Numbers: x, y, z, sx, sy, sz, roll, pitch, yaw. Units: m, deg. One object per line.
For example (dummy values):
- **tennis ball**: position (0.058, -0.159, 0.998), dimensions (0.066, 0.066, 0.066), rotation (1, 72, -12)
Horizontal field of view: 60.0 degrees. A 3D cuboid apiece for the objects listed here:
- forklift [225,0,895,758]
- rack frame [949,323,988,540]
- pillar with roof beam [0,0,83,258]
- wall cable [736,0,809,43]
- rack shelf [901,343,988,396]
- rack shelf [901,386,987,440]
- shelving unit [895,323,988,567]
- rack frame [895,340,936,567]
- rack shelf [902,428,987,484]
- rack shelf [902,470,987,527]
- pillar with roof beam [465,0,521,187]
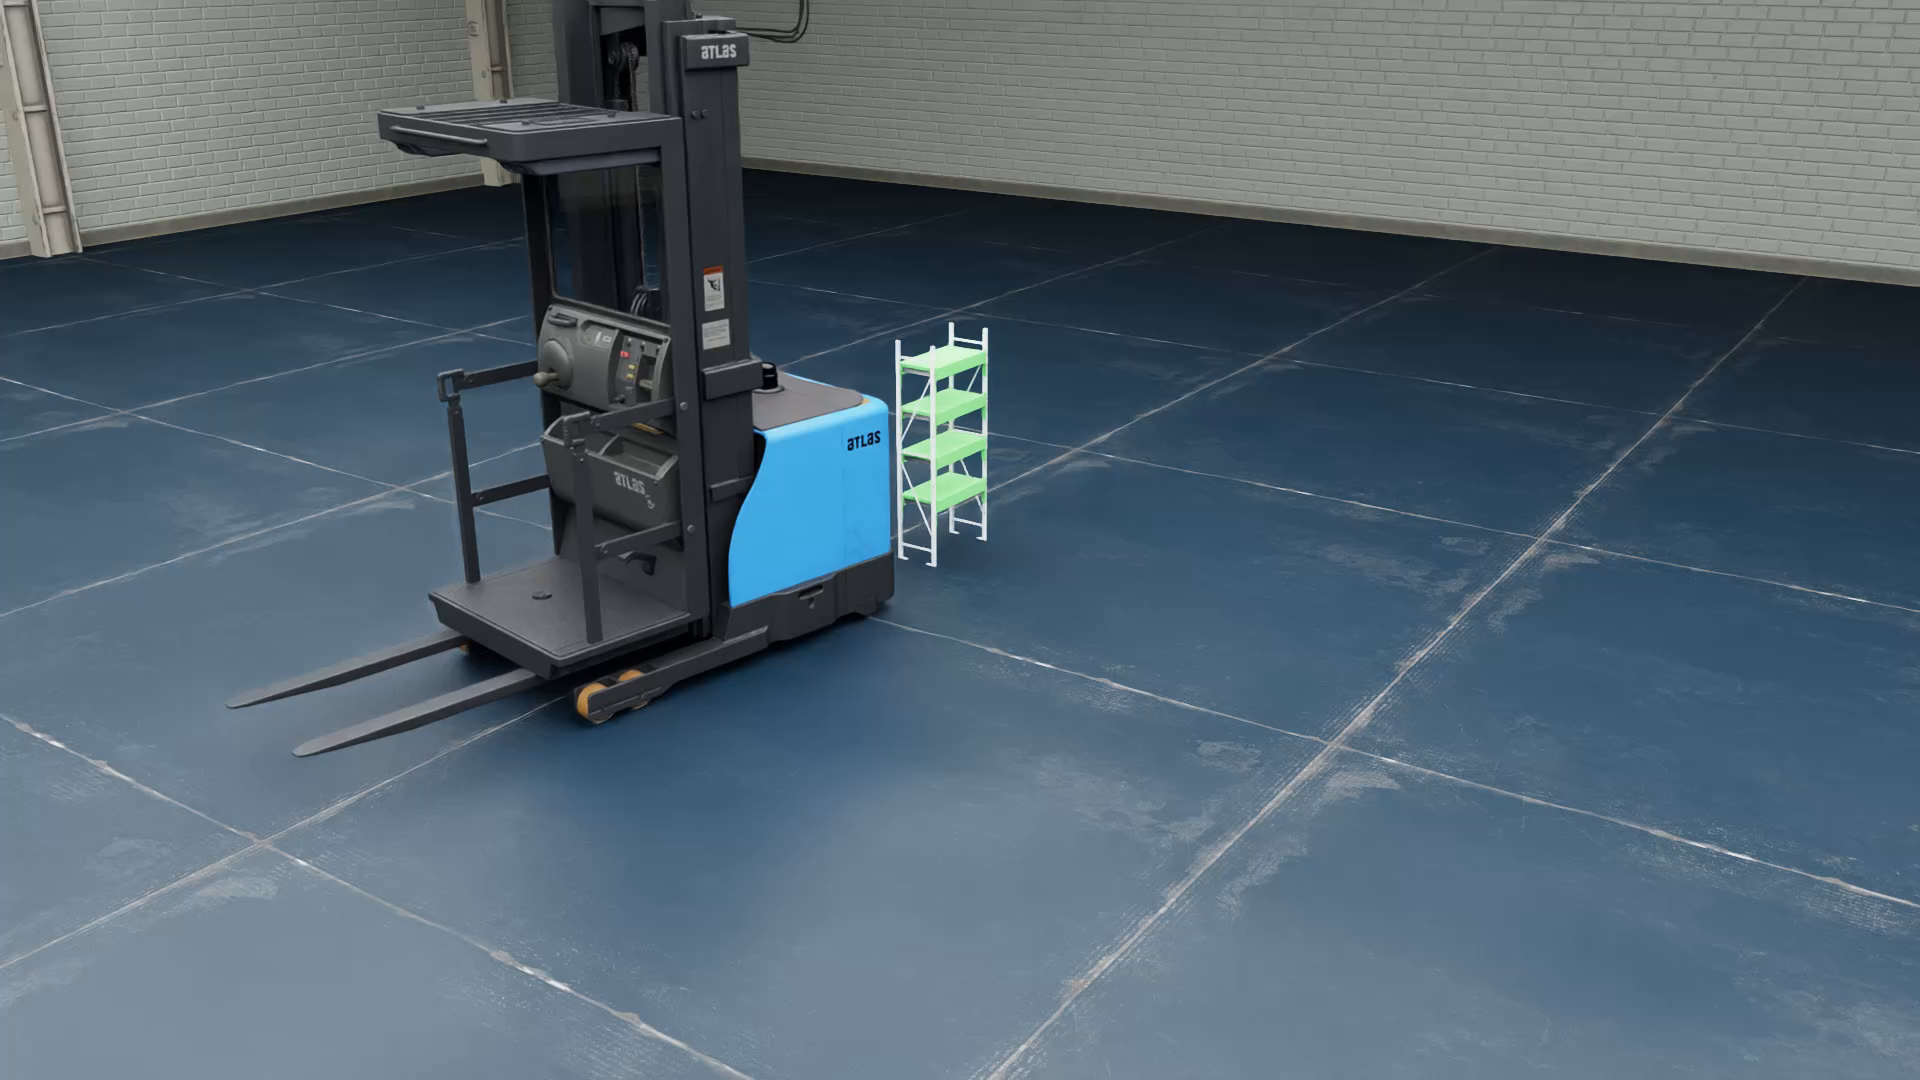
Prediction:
- **forklift**: position (-1.718, -0.790, 7.177), dimensions (1.130, 2.935, 3.031), rotation (19, 27, 41)
- **rack frame**: position (0.044, -0.585, 9.118), dimensions (0.240, 1.200, 0.015), rotation (13, 24, 32)
- **pillar with roof beam**: position (-5.866, -6.374, 13.527), dimensions (9.100, 9.000, 0.400), rotation (13, 24, 32)
- **wall cable**: position (-3.303, -8.067, 22.577), dimensions (3.097, 2.526, 0.112), rotation (13, 24, 32)
- **rack shelf**: position (-0.093, -0.906, 8.784), dimensions (0.258, 0.148, 0.480), rotation (13, 24, 32)
- **rack shelf**: position (-0.093, -0.680, 8.867), dimensions (0.258, 0.148, 0.480), rotation (13, 24, 32)
- **shelving unit**: position (-0.093, -0.515, 8.928), dimensions (0.258, 1.200, 0.503), rotation (13, 24, 32)
- **rack frame**: position (-0.230, -0.445, 8.739), dimensions (0.240, 1.200, 0.015), rotation (13, 24, 32)
- **rack shelf**: position (-0.093, -0.455, 8.951), dimensions (0.258, 0.148, 0.480), rotation (13, 24, 32)
- **rack shelf**: position (-0.093, -0.230, 9.034), dimensions (0.258, 0.148, 0.480), rotation (13, 24, 32)
- **pillar with roof beam**: position (-2.493, -8.096, 18.181), dimensions (9.100, 9.000, 0.400), rotation (13, 24, 32)
